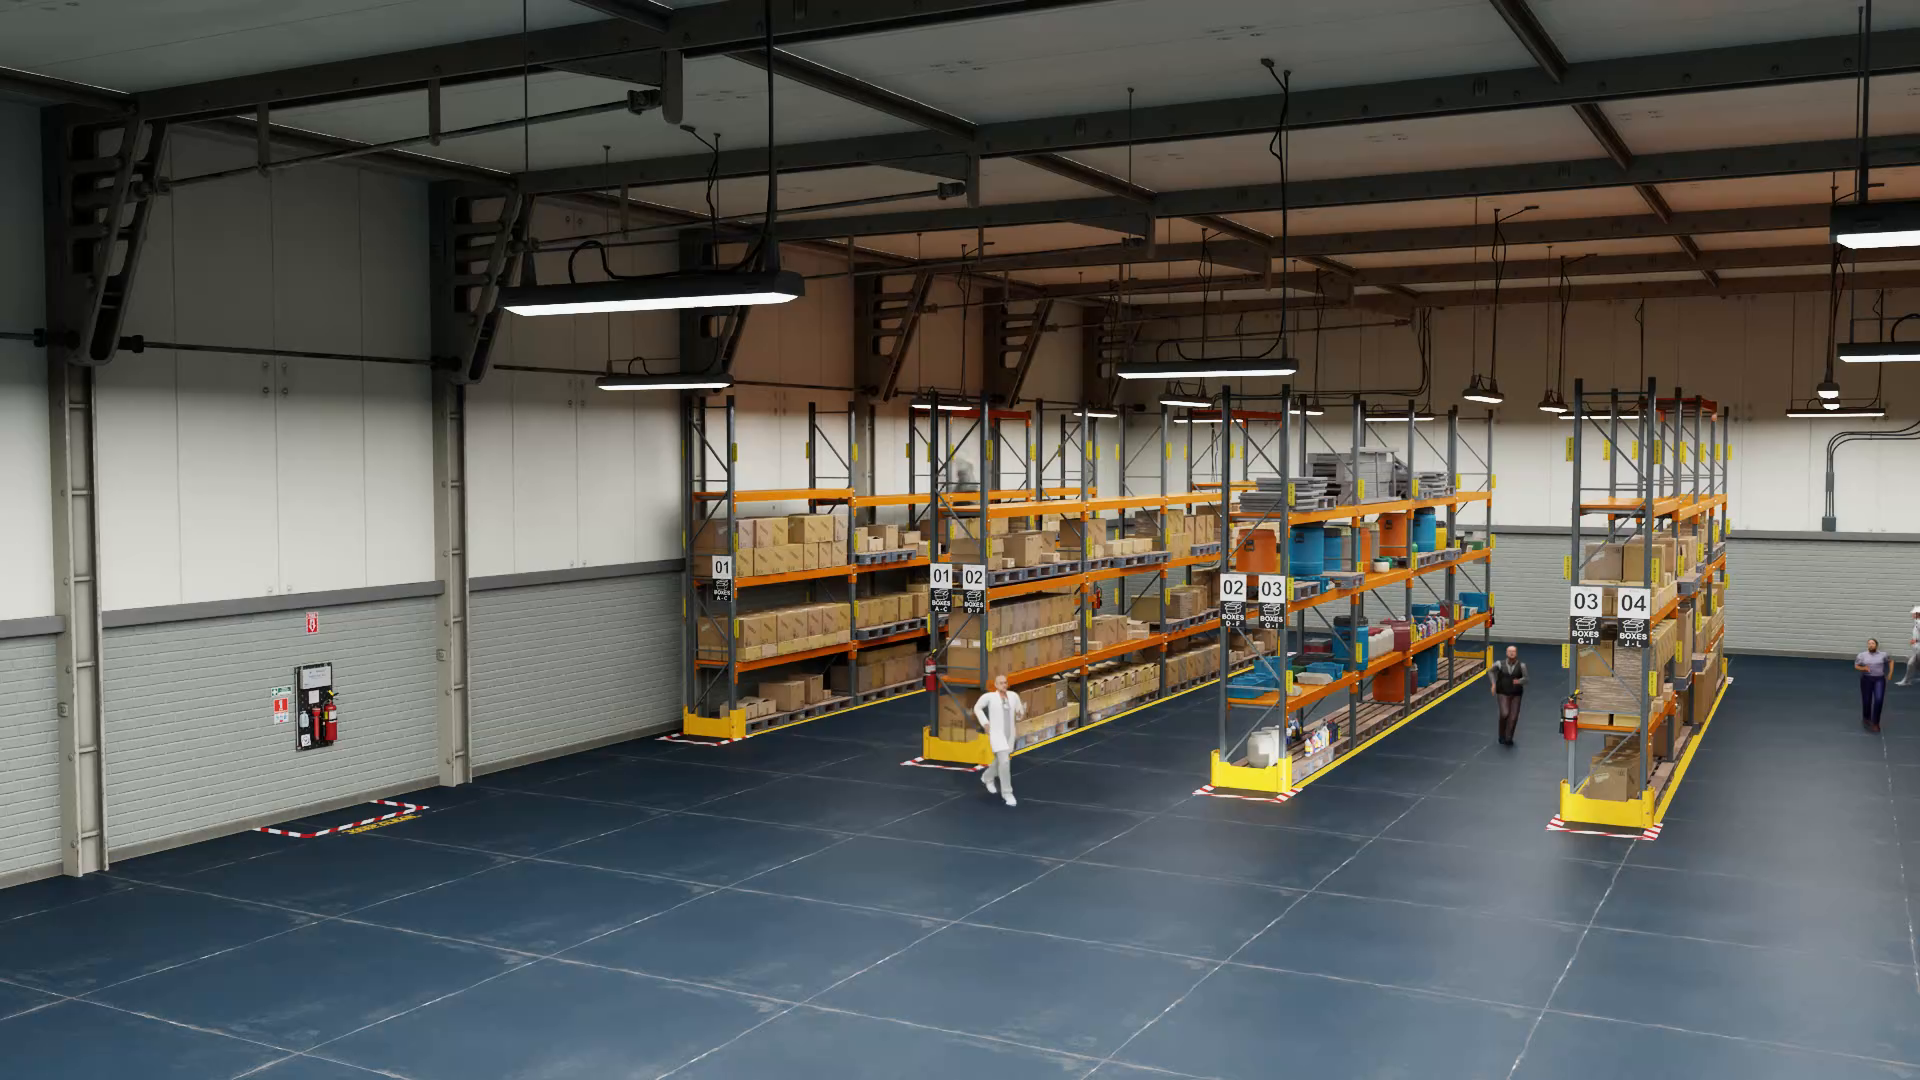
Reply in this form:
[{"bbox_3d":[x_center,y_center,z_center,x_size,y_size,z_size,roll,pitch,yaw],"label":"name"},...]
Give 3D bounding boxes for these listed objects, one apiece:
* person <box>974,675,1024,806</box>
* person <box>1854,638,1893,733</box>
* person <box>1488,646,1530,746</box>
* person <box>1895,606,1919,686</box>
[{"bbox_3d":[0.605,2.846,23.984,0.679,1.817,0.974,-2,4,-31],"label":"person"},{"bbox_3d":[16.532,2.659,30.105,0.607,1.601,0.816,2,4,32],"label":"person"},{"bbox_3d":[9.346,2.652,28.278,0.644,1.699,0.642,1,3,9],"label":"person"},{"bbox_3d":[20.432,2.269,35.558,0.753,1.726,0.953,1,3,19],"label":"person"}]
